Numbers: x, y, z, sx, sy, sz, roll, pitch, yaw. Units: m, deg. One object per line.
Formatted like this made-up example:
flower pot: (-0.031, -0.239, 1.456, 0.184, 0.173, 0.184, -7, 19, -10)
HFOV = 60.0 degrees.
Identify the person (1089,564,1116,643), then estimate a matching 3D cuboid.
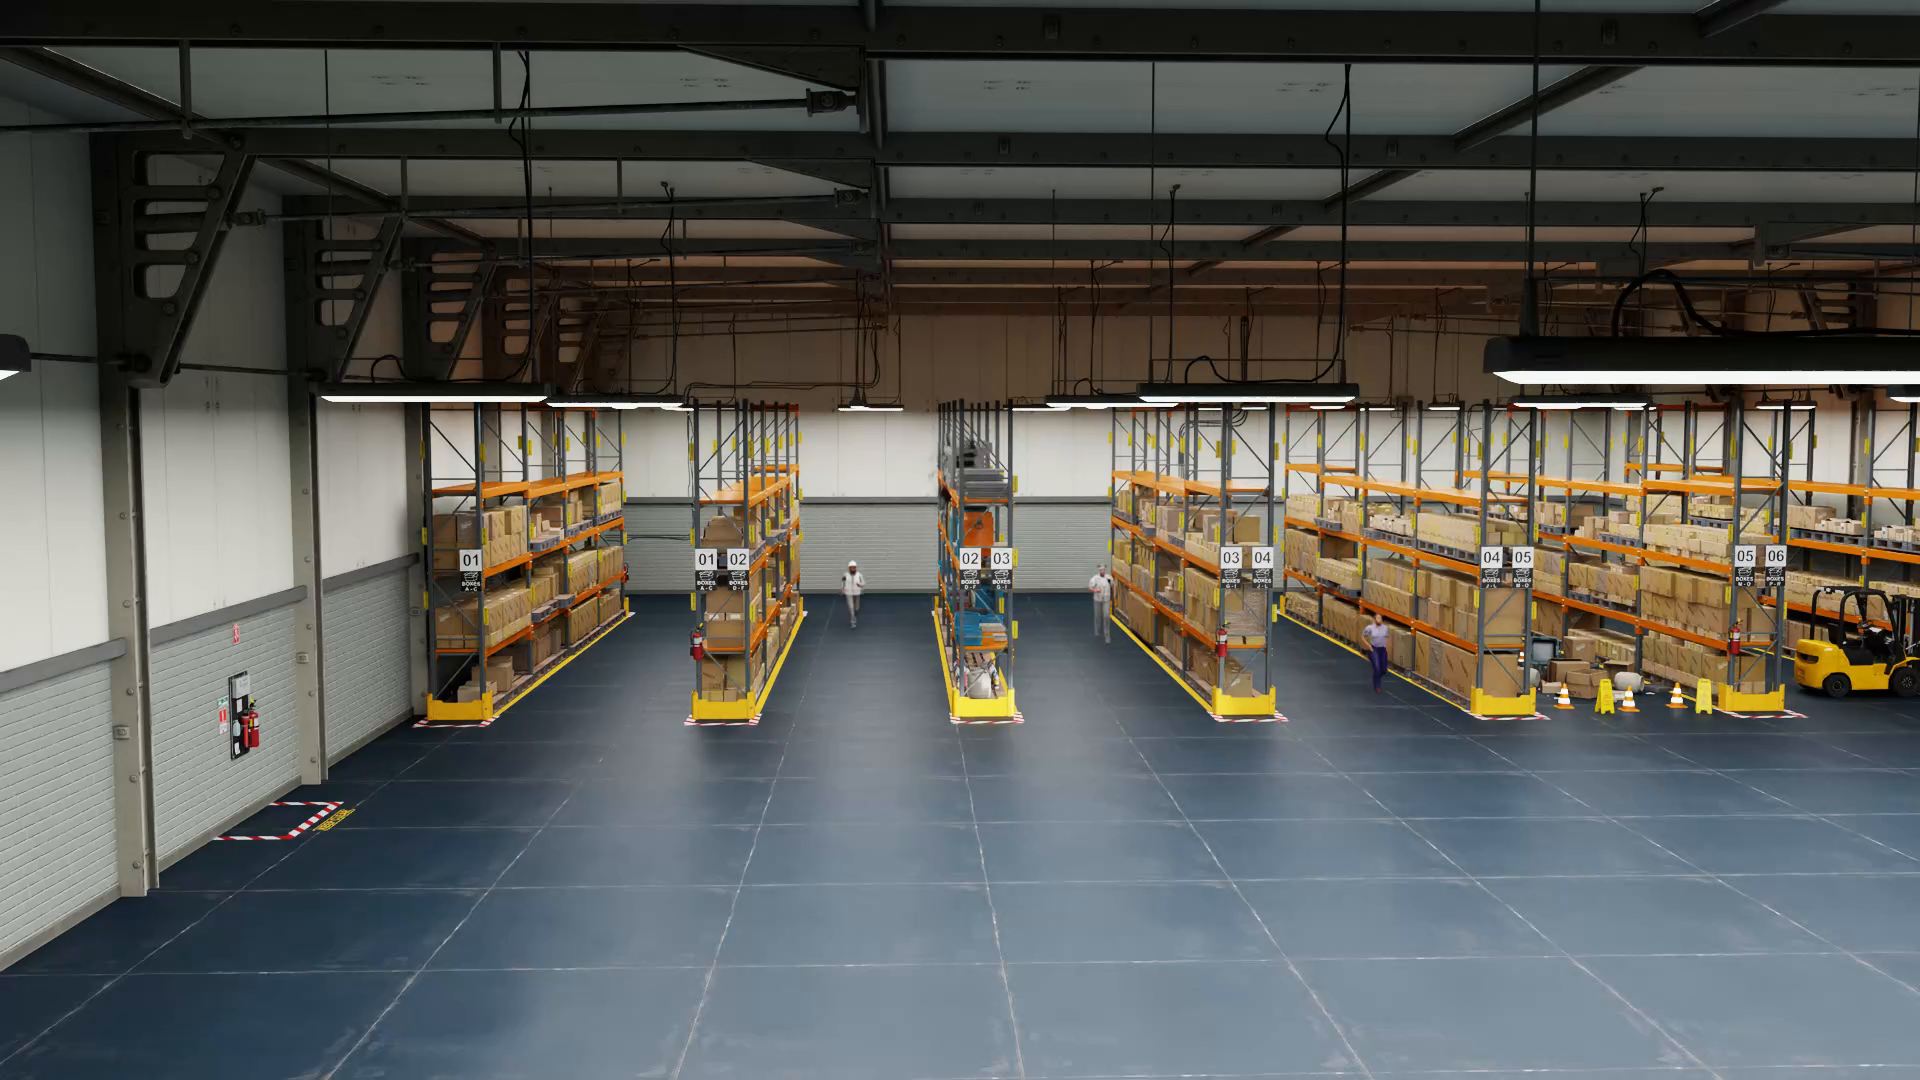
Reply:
person: (3.459, 1.519, 40.358, 0.683, 1.907, 0.756, 0, 4, -2)

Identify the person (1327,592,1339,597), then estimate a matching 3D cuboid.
person: (10.935, 1.195, 48.644, 0.733, 1.723, 0.820, -3, 5, -32)

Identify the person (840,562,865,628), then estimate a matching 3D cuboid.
person: (-2.870, 1.446, 44.512, 0.659, 1.755, 0.914, -1, 4, -10)

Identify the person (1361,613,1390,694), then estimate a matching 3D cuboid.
person: (8.588, 2.322, 34.325, 0.614, 1.617, 0.631, -1, 4, -9)
